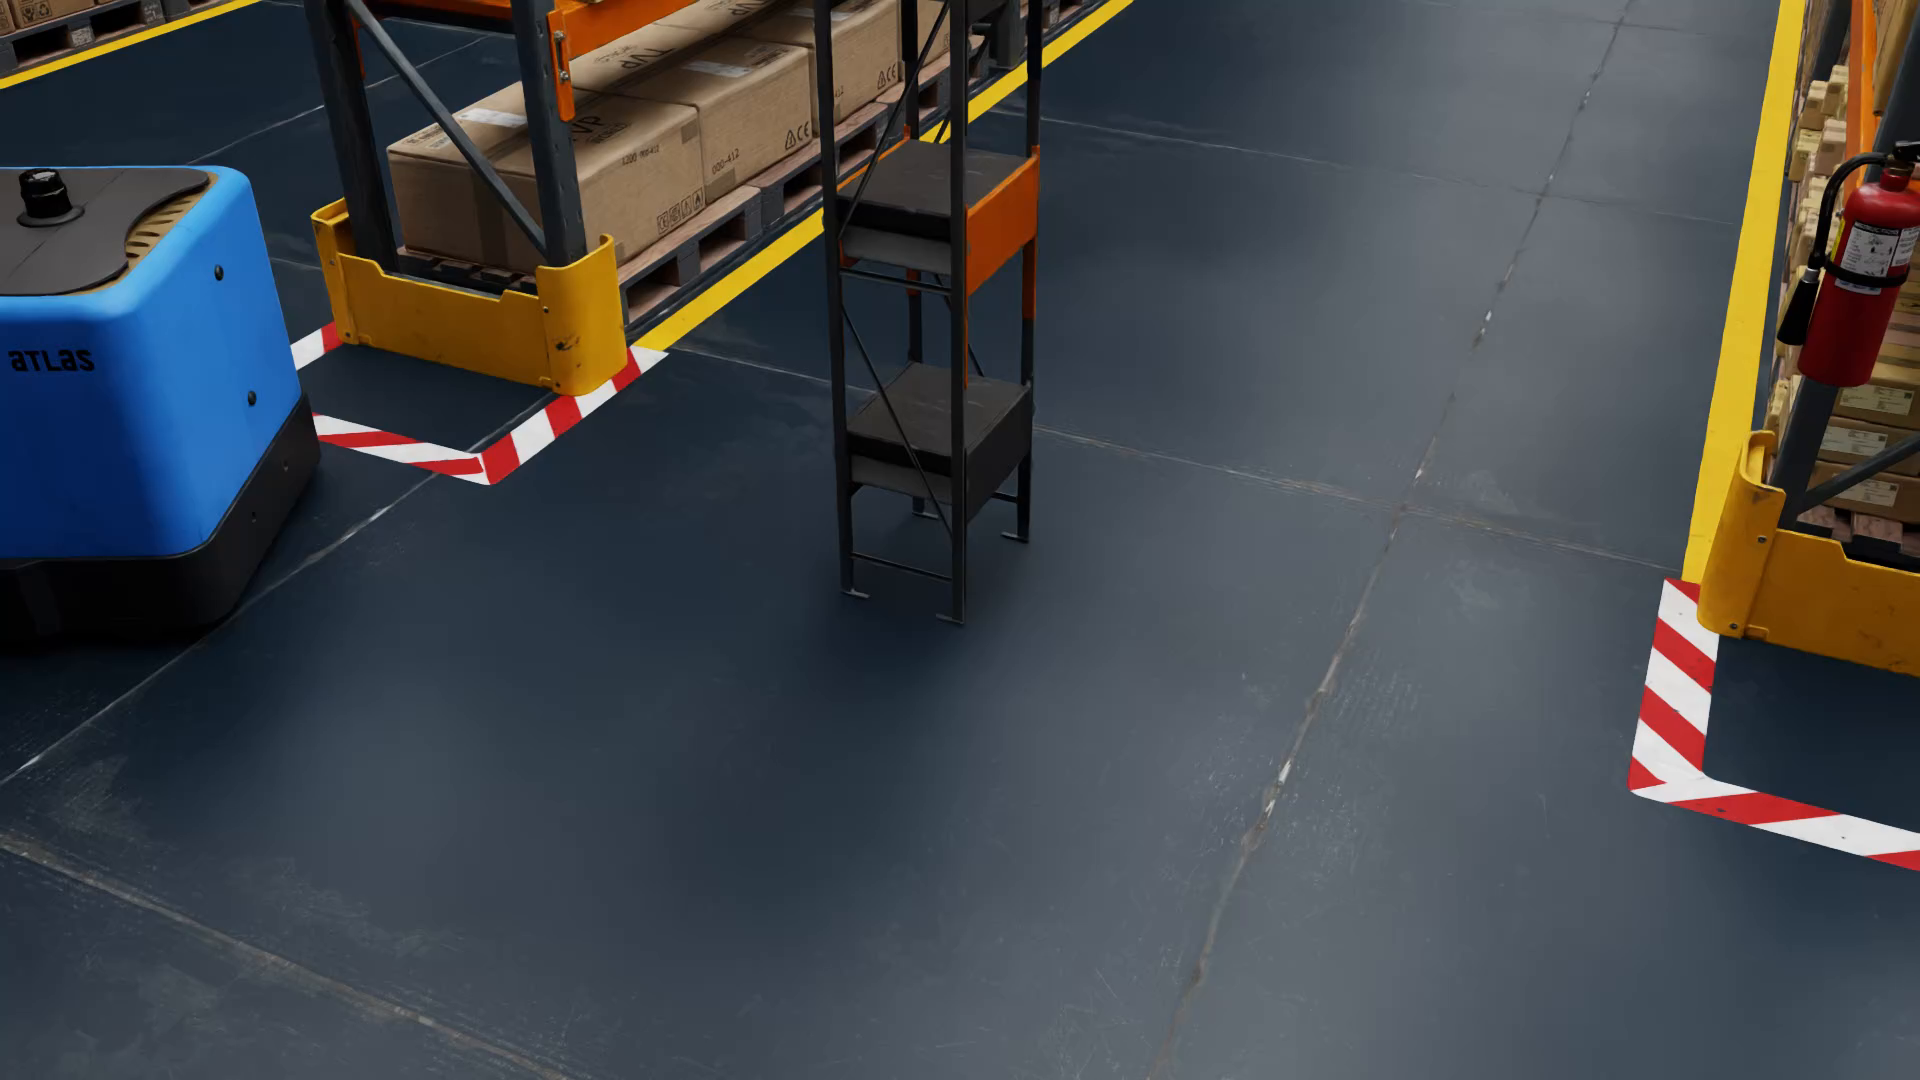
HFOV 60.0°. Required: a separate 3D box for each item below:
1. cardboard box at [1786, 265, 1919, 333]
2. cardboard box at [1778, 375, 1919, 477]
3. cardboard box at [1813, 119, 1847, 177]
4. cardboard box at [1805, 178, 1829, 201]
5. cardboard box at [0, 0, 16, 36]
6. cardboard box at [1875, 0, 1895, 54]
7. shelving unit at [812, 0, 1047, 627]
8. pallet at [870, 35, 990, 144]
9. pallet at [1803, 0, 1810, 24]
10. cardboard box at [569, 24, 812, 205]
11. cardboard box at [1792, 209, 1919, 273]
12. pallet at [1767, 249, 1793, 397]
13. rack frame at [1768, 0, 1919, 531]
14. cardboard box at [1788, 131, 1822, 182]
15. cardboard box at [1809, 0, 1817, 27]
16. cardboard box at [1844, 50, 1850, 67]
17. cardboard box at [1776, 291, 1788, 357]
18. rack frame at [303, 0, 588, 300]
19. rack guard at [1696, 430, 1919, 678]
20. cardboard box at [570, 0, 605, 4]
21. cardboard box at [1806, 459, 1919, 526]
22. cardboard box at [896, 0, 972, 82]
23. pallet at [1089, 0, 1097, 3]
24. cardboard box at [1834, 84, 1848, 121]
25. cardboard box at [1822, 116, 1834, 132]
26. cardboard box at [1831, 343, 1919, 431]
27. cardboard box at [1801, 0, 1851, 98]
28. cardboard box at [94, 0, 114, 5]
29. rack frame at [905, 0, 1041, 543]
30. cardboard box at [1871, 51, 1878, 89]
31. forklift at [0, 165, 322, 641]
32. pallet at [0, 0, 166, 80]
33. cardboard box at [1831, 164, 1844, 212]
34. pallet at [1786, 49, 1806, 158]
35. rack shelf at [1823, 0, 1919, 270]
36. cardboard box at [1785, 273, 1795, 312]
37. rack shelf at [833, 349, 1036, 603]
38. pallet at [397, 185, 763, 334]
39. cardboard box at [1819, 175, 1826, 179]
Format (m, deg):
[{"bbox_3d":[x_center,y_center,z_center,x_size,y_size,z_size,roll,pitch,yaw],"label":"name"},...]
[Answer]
[{"bbox_3d":[2.859,-0.734,5.308,0.380,0.149,0.250,13,36,19],"label":"cardboard box"},{"bbox_3d":[2.679,-0.346,4.987,0.380,0.149,0.250,13,36,19],"label":"cardboard box"},{"bbox_3d":[3.559,-1.506,6.485,0.380,0.149,0.250,15,36,21],"label":"cardboard box"},{"bbox_3d":[3.440,-1.250,6.366,0.380,0.149,0.250,14,36,20],"label":"cardboard box"},{"bbox_3d":[-5.596,-2.962,8.928,0.700,0.500,0.500,16,36,22],"label":"cardboard box"},{"bbox_3d":[2.892,-1.614,4.613,0.500,0.500,0.500,14,36,20],"label":"cardboard box"},{"bbox_3d":[-0.069,-0.796,4.549,0.431,2.100,0.503,14,36,20],"label":"shelving unit"},{"bbox_3d":[-0.537,-2.460,8.809,1.003,0.211,1.213,14,36,20],"label":"pallet"},{"bbox_3d":[5.736,-3.339,10.149,1.003,0.211,1.213,14,36,20],"label":"pallet"},{"bbox_3d":[-1.260,-1.908,7.378,0.875,0.438,0.875,15,36,22],"label":"cardboard box"},{"bbox_3d":[3.087,-0.995,5.706,0.380,0.149,0.250,16,36,22],"label":"cardboard box"},{"bbox_3d":[3.633,-0.783,6.252,1.003,0.211,1.213,14,36,20],"label":"pallet"},{"bbox_3d":[2.717,-0.909,3.901,1.000,3.000,0.127,14,36,20],"label":"rack frame"},{"bbox_3d":[3.835,-1.645,7.240,0.380,0.149,0.250,15,36,22],"label":"cardboard box"},{"bbox_3d":[4.905,-2.968,8.938,0.500,0.500,0.500,13,36,19],"label":"cardboard box"},{"bbox_3d":[4.059,-2.010,7.254,0.380,0.149,0.250,16,36,22],"label":"cardboard box"},{"bbox_3d":[3.094,-0.733,5.850,0.380,0.149,0.250,13,35,18],"label":"cardboard box"},{"bbox_3d":[-1.821,-1.995,5.557,1.000,3.000,0.127,14,36,20],"label":"rack frame"},{"bbox_3d":[2.749,0.098,4.645,1.175,0.500,0.348,14,36,20],"label":"rack guard"},{"bbox_3d":[-1.359,-2.210,5.793,0.500,0.500,0.500,14,36,20],"label":"cardboard box"},{"bbox_3d":[2.748,-0.203,5.041,0.380,0.149,0.250,15,36,21],"label":"cardboard box"},{"bbox_3d":[-0.508,-2.803,8.743,0.875,0.438,0.875,14,36,20],"label":"cardboard box"},{"bbox_3d":[0.616,-3.832,10.902,1.003,0.211,1.213,14,36,20],"label":"pallet"},{"bbox_3d":[3.828,-1.749,6.856,0.380,0.149,0.250,14,36,20],"label":"cardboard box"},{"bbox_3d":[3.924,-1.756,7.138,0.380,0.149,0.250,14,36,21],"label":"cardboard box"},{"bbox_3d":[2.709,-0.464,4.896,0.380,0.149,0.250,15,36,21],"label":"cardboard box"},{"bbox_3d":[4.472,-2.458,8.160,0.500,0.500,0.500,13,36,20],"label":"cardboard box"},{"bbox_3d":[-5.162,-3.479,9.716,0.700,0.500,0.500,13,35,19],"label":"cardboard box"},{"bbox_3d":[0.033,-0.917,4.734,0.400,2.100,0.015,14,36,20],"label":"rack frame"},{"bbox_3d":[2.912,-1.408,4.890,0.380,0.149,0.250,15,36,22],"label":"cardboard box"},{"bbox_3d":[-3.630,-1.185,4.384,3.031,2.935,1.130,-1,33,-1],"label":"forklift"},{"bbox_3d":[-5.455,-3.006,9.642,1.003,0.211,1.213,14,36,20],"label":"pallet"},{"bbox_3d":[3.382,-1.237,6.076,0.380,0.149,0.250,14,36,21],"label":"cardboard box"},{"bbox_3d":[4.715,-2.124,8.296,1.003,0.211,1.213,14,36,20],"label":"pallet"},{"bbox_3d":[3.554,-1.605,5.618,1.077,0.370,4.000,14,36,20],"label":"rack shelf"},{"bbox_3d":[3.100,-0.866,5.780,0.380,0.149,0.250,15,36,21],"label":"cardboard box"},{"bbox_3d":[-0.069,-0.199,4.940,0.431,0.518,0.480,14,36,20],"label":"rack shelf"},{"bbox_3d":[-1.557,-1.245,6.956,1.003,0.211,1.213,14,36,20],"label":"pallet"},{"bbox_3d":[3.718,-1.371,6.823,0.380,0.149,0.250,13,36,20],"label":"cardboard box"}]
